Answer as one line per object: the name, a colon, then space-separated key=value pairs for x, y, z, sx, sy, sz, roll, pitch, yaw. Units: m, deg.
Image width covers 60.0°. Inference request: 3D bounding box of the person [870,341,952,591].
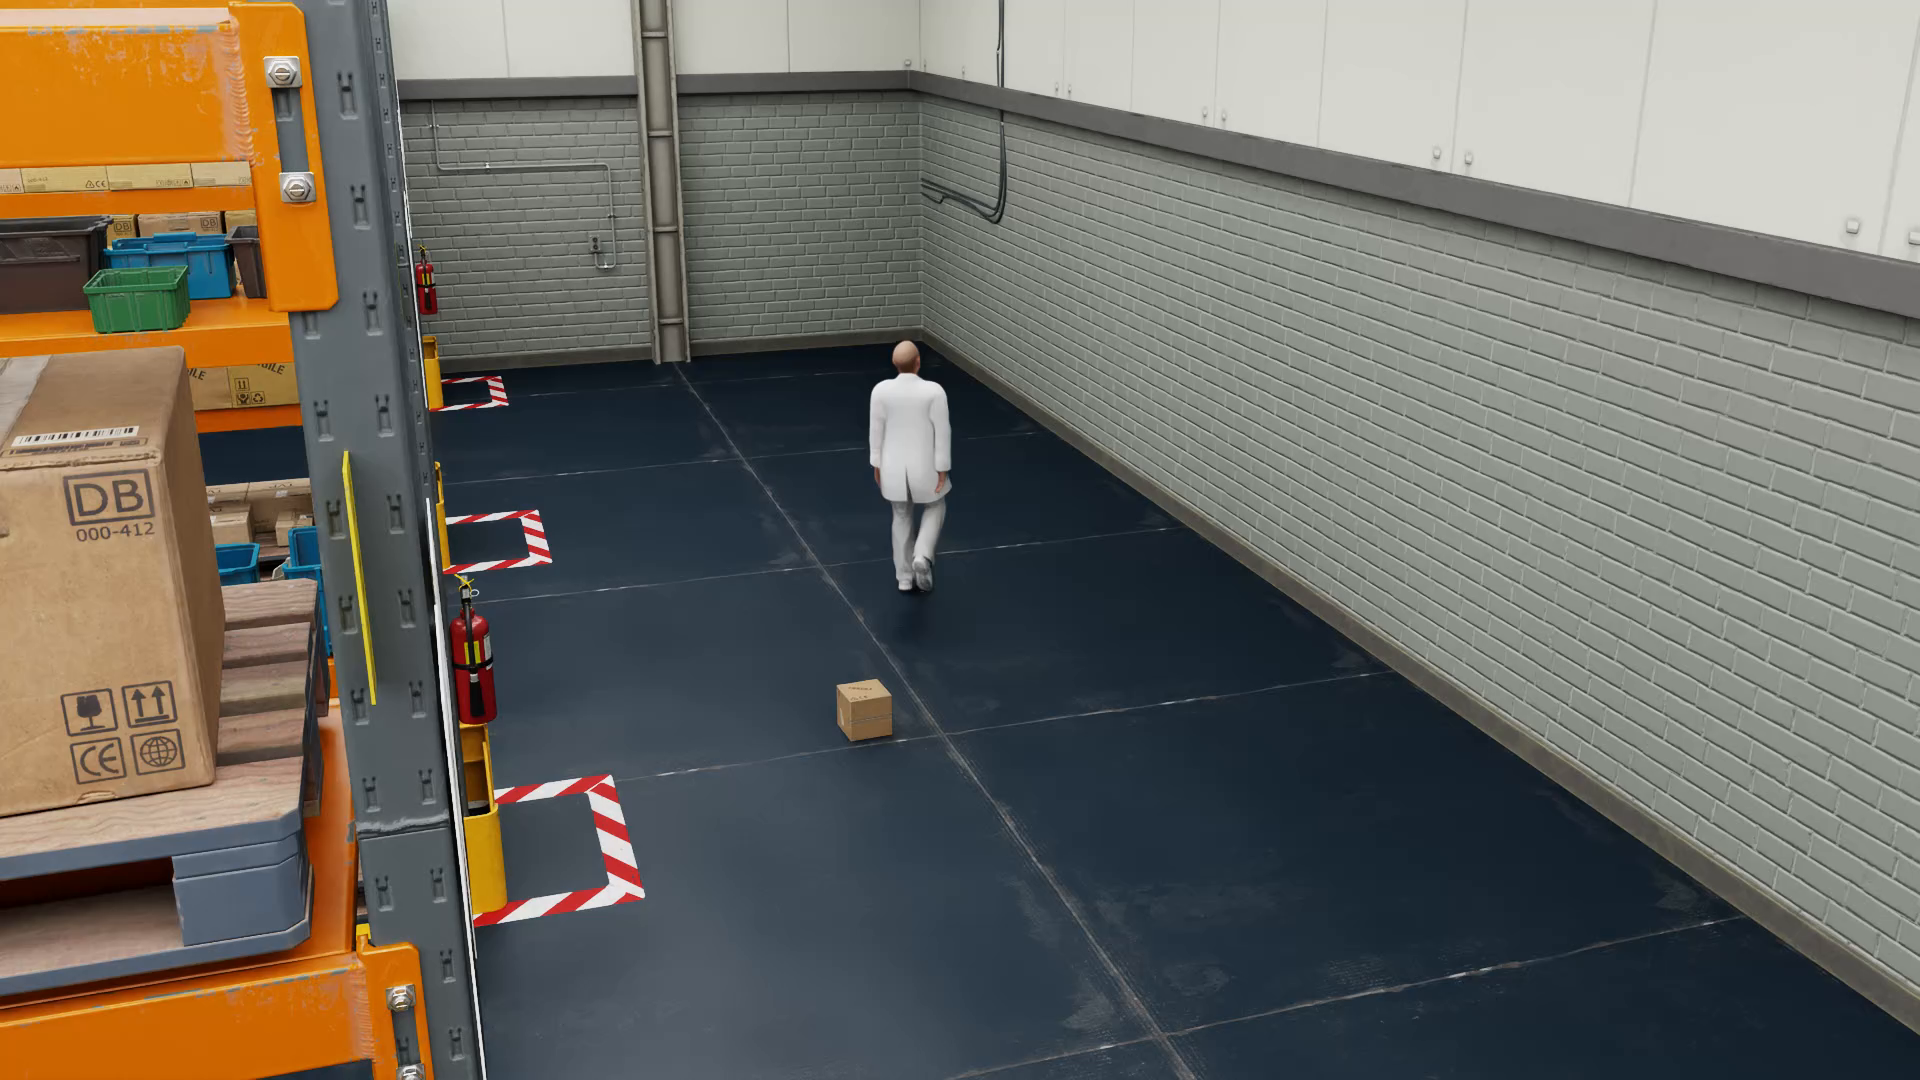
person: x=-0.339 y=-0.506 z=11.487 sx=0.581 sy=1.775 sz=0.554 roll=2 pitch=19 yaw=6
